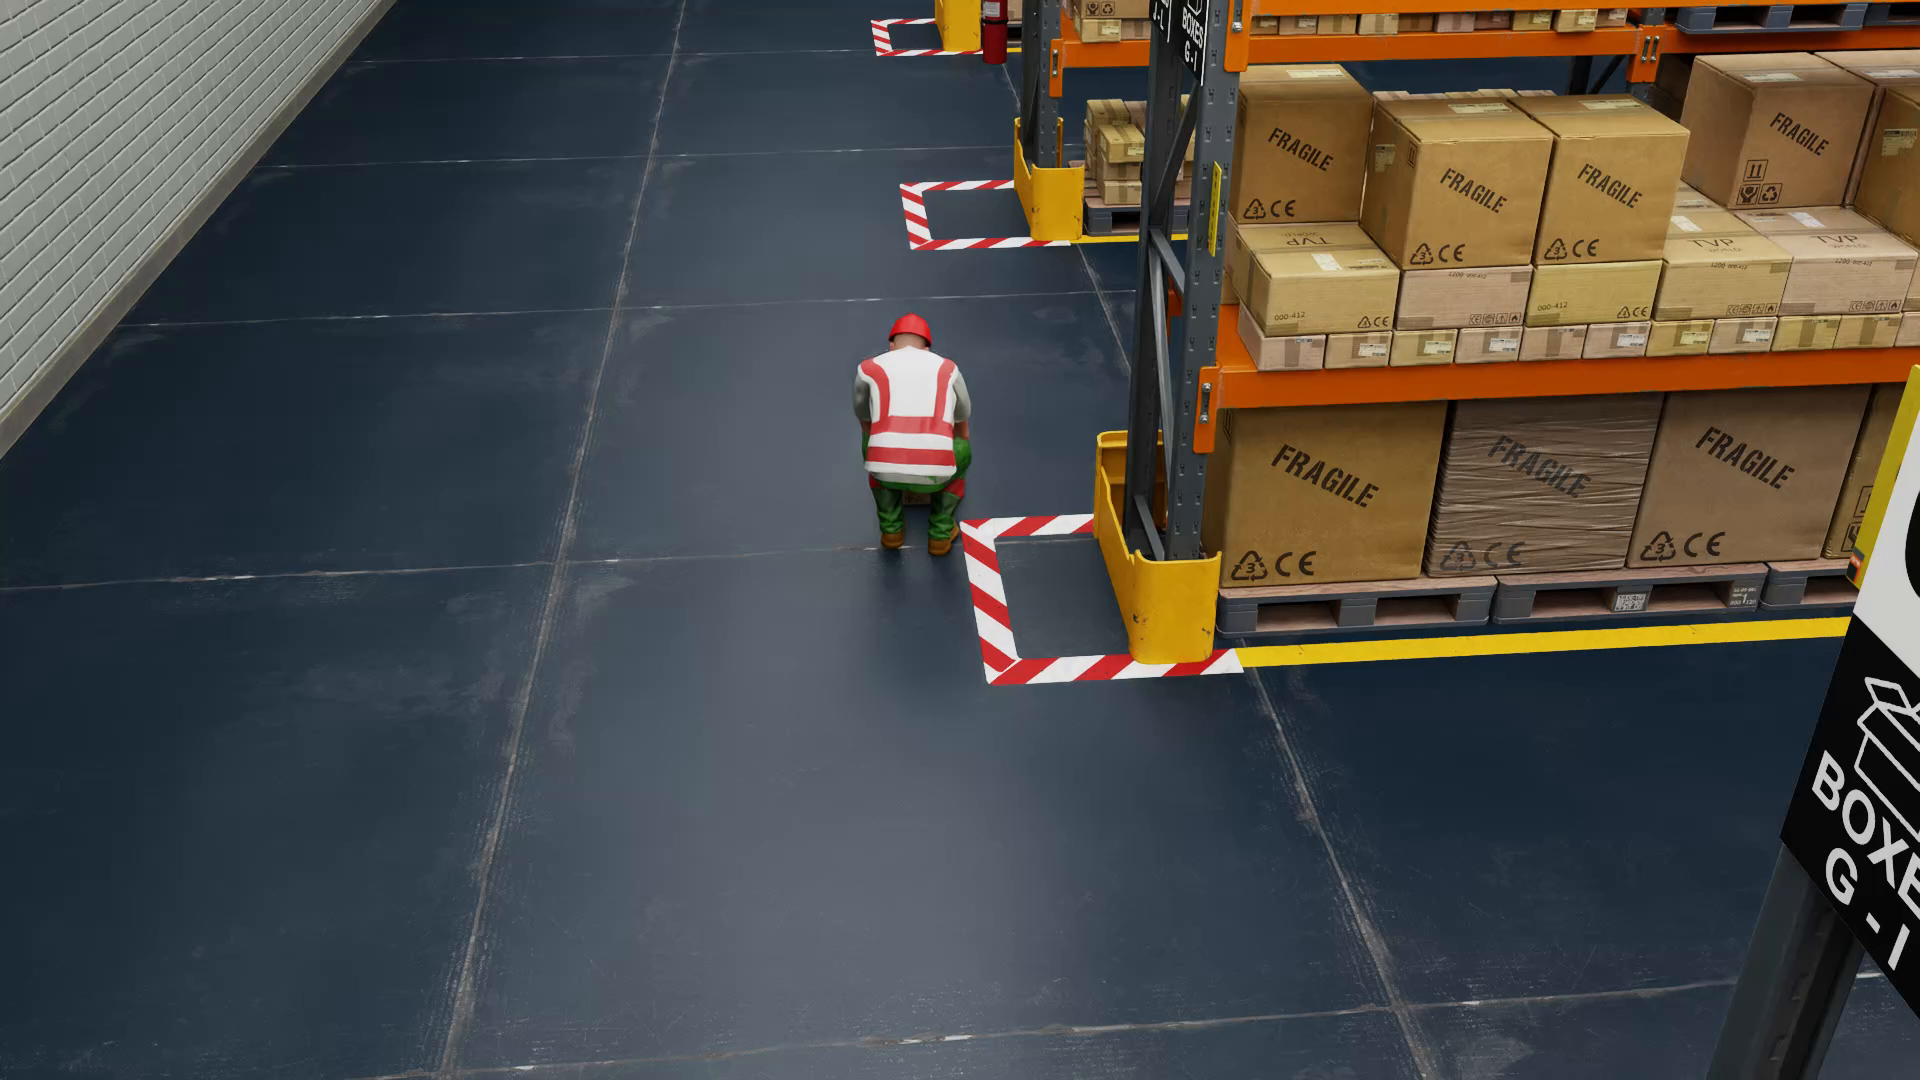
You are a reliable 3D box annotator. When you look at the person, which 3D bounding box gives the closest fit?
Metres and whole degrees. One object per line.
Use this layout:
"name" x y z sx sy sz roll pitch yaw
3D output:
"person" -0.228 -0.470 7.719 0.571 0.951 0.895 3 31 5
